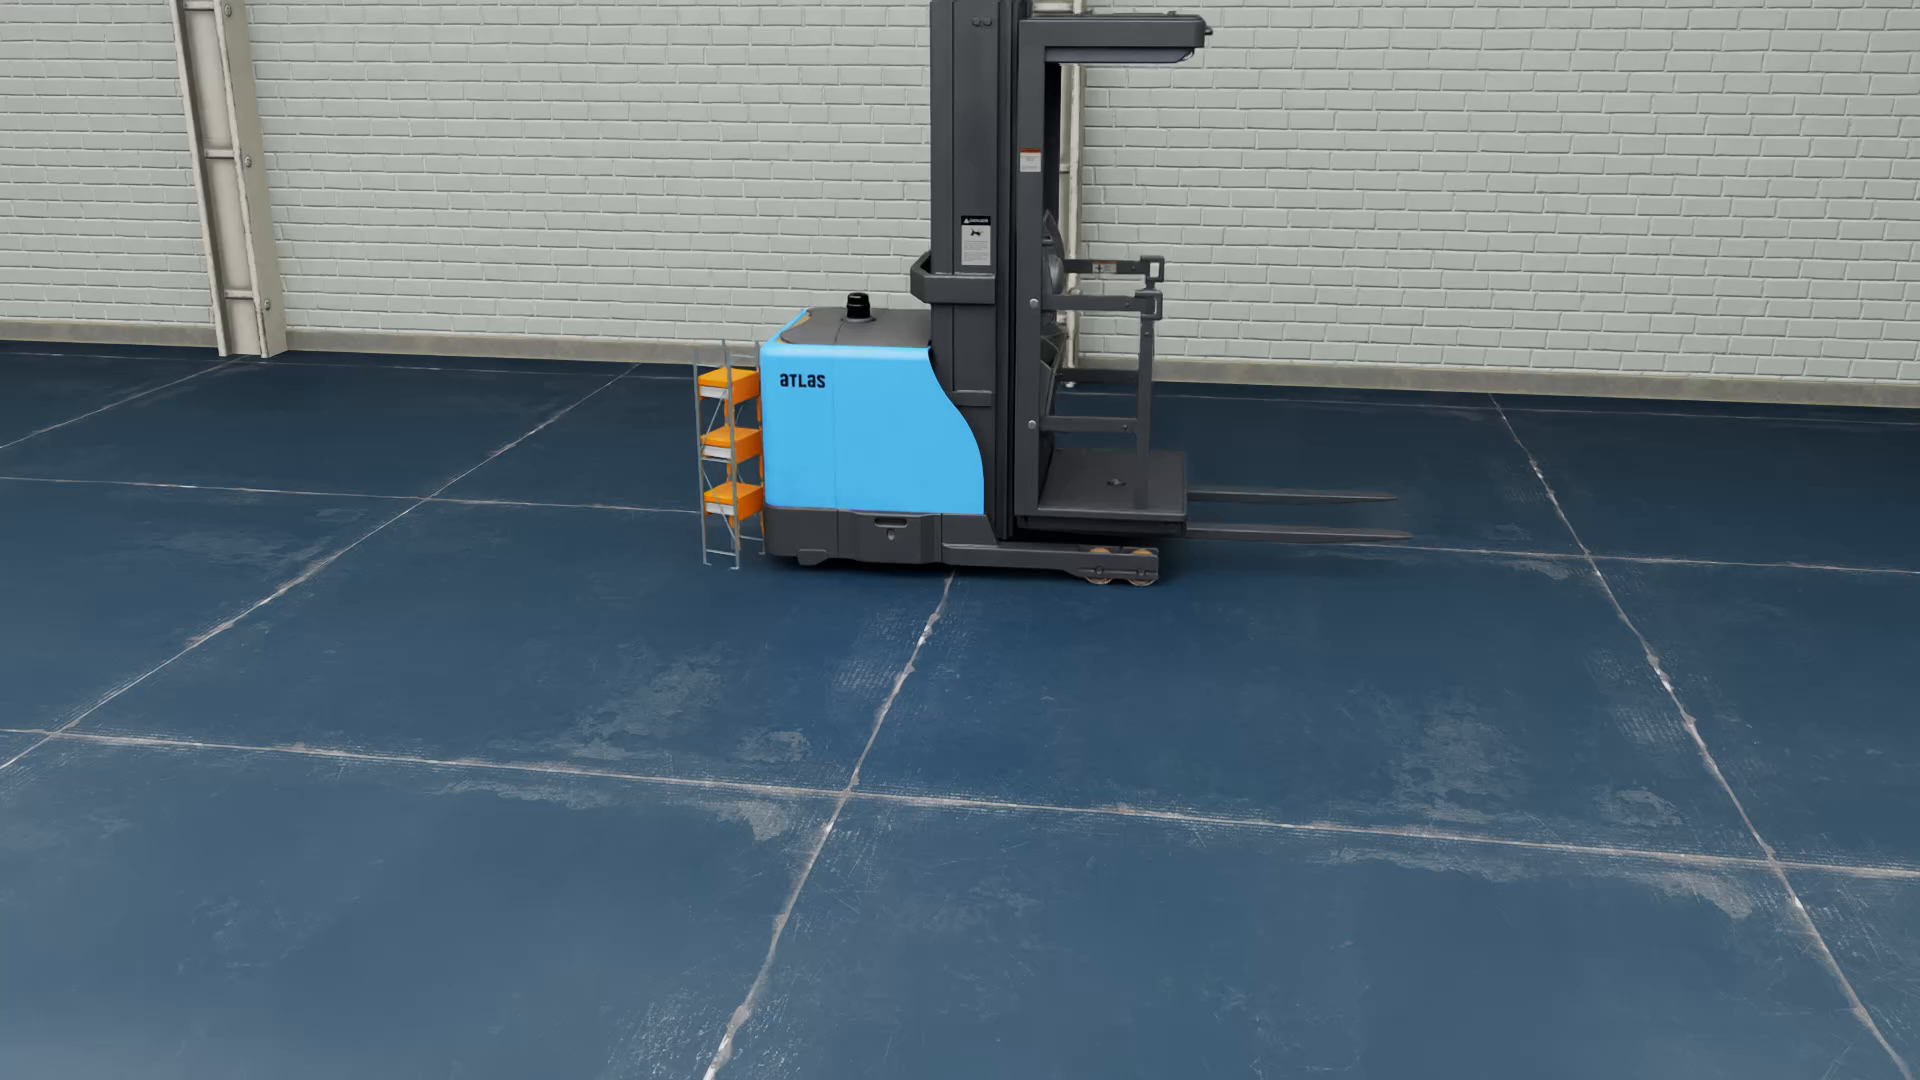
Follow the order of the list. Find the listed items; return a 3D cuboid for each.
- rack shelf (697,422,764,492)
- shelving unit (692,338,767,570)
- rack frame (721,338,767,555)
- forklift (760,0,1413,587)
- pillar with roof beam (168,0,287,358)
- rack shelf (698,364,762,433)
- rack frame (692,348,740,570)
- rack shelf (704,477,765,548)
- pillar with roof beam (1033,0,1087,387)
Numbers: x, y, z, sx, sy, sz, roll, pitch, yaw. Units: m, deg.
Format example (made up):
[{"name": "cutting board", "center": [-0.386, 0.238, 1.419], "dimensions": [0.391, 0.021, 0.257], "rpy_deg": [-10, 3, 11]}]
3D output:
[{"name": "rack shelf", "center": [-1.084, -0.396, 7.864], "dimensions": [0.215, 0.259, 0.240], "rpy_deg": [8, 20, 24]}, {"name": "shelving unit", "center": [-1.084, -0.406, 7.861], "dimensions": [0.215, 1.050, 0.252], "rpy_deg": [8, 20, 24]}, {"name": "rack frame", "center": [-1.032, -0.441, 7.966], "dimensions": [0.200, 1.050, 0.008], "rpy_deg": [8, 20, 24]}, {"name": "forklift", "center": [0.622, -1.355, 7.733], "dimensions": [3.031, 2.935, 1.130], "rpy_deg": [2, 19, 7]}, {"name": "pillar with roof beam", "center": [-5.996, -4.331, 7.066], "dimensions": [0.400, 9.000, 9.100], "rpy_deg": [3, 19, 9]}, {"name": "rack shelf", "center": [-1.084, -0.665, 7.774], "dimensions": [0.215, 0.259, 0.240], "rpy_deg": [8, 20, 24]}, {"name": "rack frame", "center": [-1.135, -0.371, 7.756], "dimensions": [0.200, 1.050, 0.008], "rpy_deg": [8, 20, 24]}, {"name": "rack shelf", "center": [-1.084, -0.132, 7.952], "dimensions": [0.215, 0.259, 0.240], "rpy_deg": [8, 20, 24]}, {"name": "pillar with roof beam", "center": [-0.071, -4.029, 6.164], "dimensions": [0.400, 9.000, 9.100], "rpy_deg": [3, 19, 9]}]
